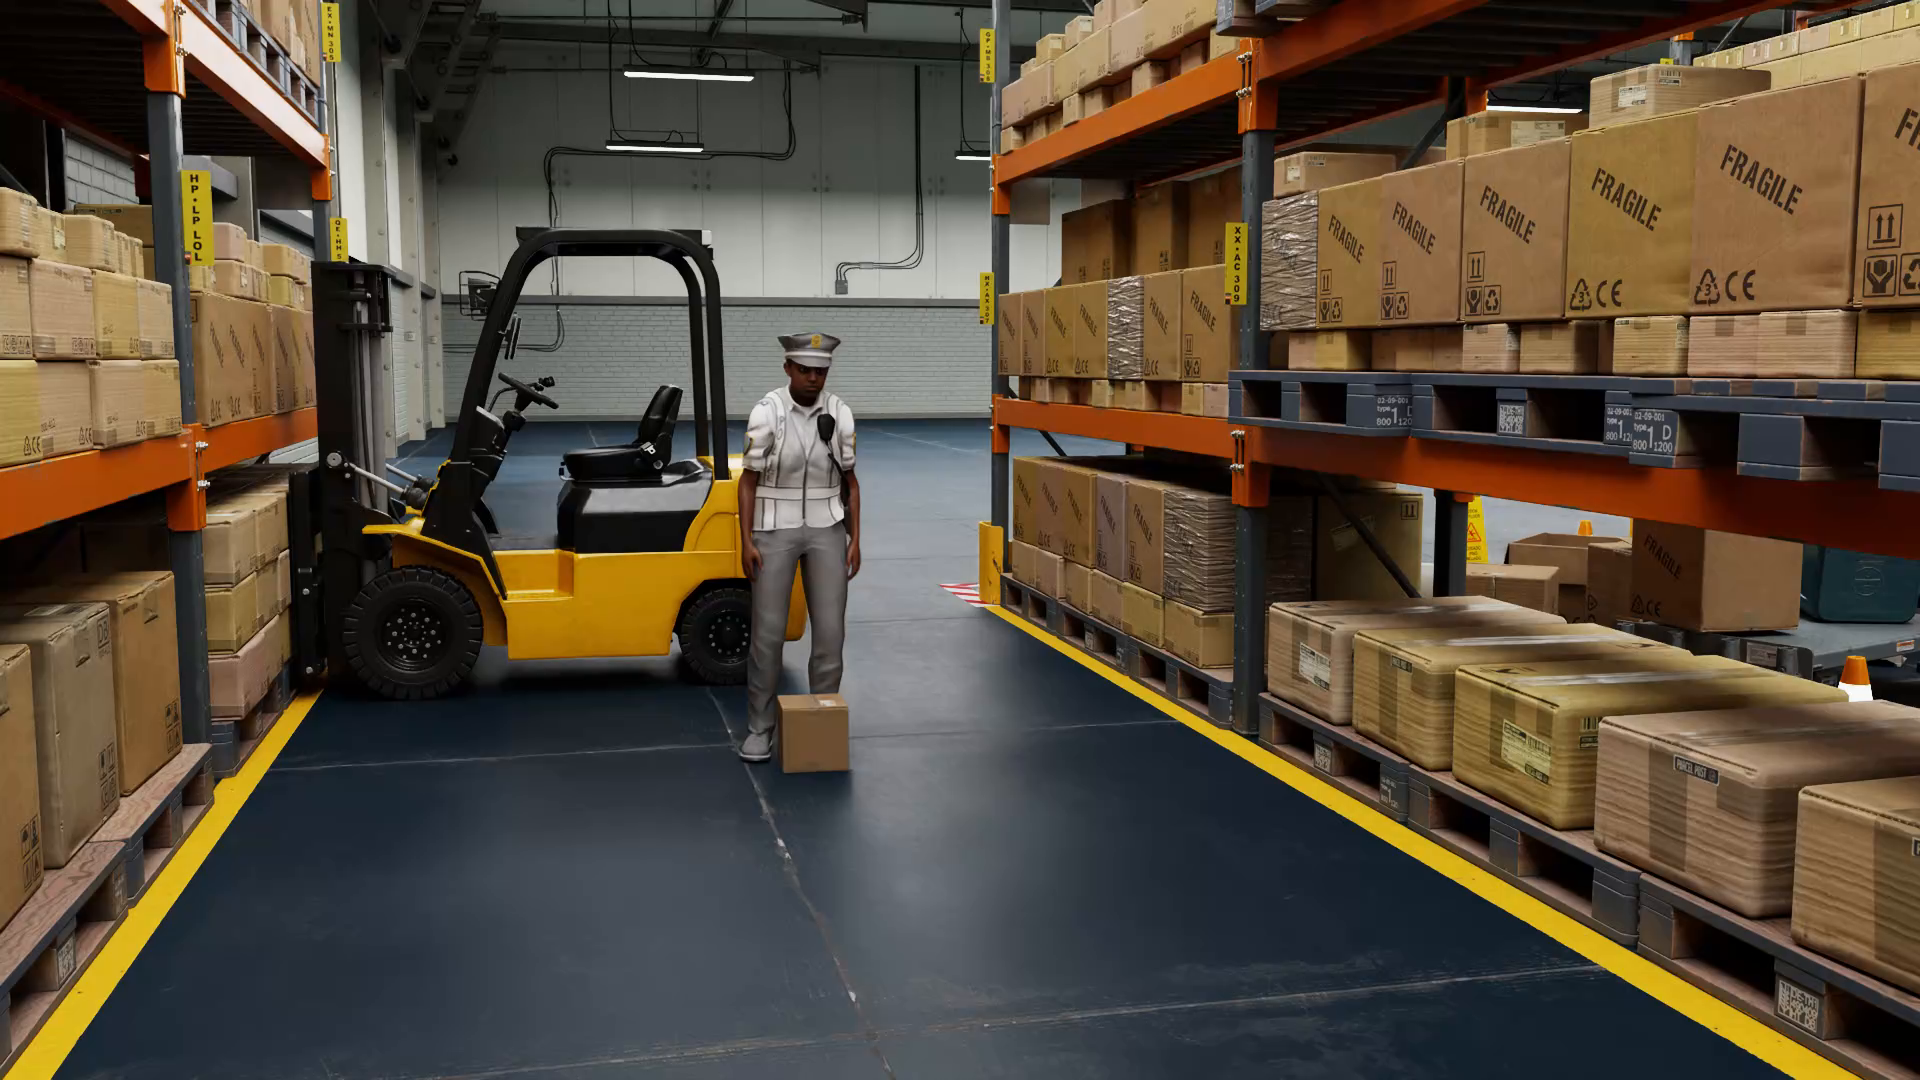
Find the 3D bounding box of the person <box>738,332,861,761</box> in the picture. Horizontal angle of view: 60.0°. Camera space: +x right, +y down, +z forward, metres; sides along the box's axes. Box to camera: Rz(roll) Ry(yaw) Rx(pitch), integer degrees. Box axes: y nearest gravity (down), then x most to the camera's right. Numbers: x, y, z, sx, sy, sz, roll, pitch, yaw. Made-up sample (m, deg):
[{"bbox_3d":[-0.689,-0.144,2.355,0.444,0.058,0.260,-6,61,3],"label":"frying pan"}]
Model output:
[{"bbox_3d":[-0.629,0.019,6.524,0.513,1.656,0.426,-2,6,-16],"label":"person"}]
